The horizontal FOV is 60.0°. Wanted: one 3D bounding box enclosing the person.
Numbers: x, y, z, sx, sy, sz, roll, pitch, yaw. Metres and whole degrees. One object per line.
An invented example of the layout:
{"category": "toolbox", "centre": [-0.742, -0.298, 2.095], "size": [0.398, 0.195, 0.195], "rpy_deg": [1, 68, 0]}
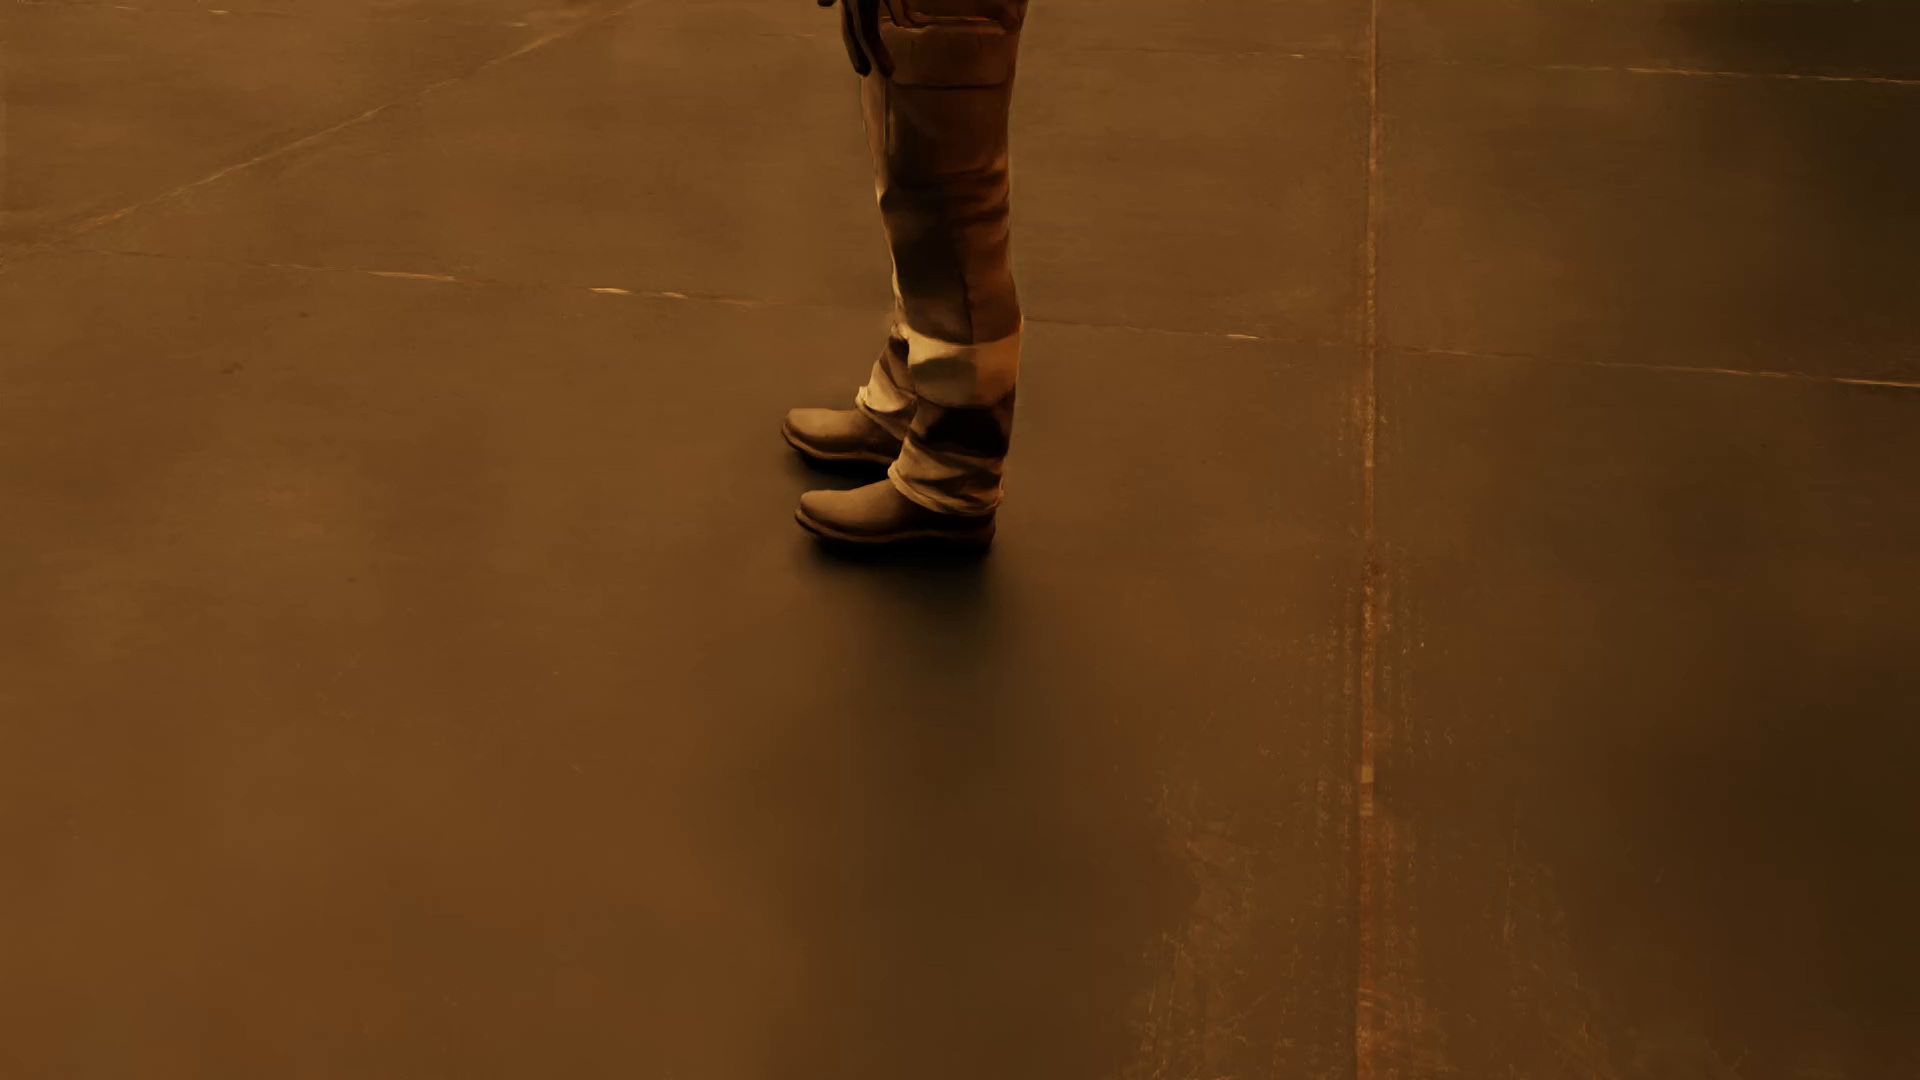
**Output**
{"category": "person", "centre": [-0.076, -0.818, 2.119], "size": [0.563, 1.787, 0.637], "rpy_deg": [6, 27, 11]}
